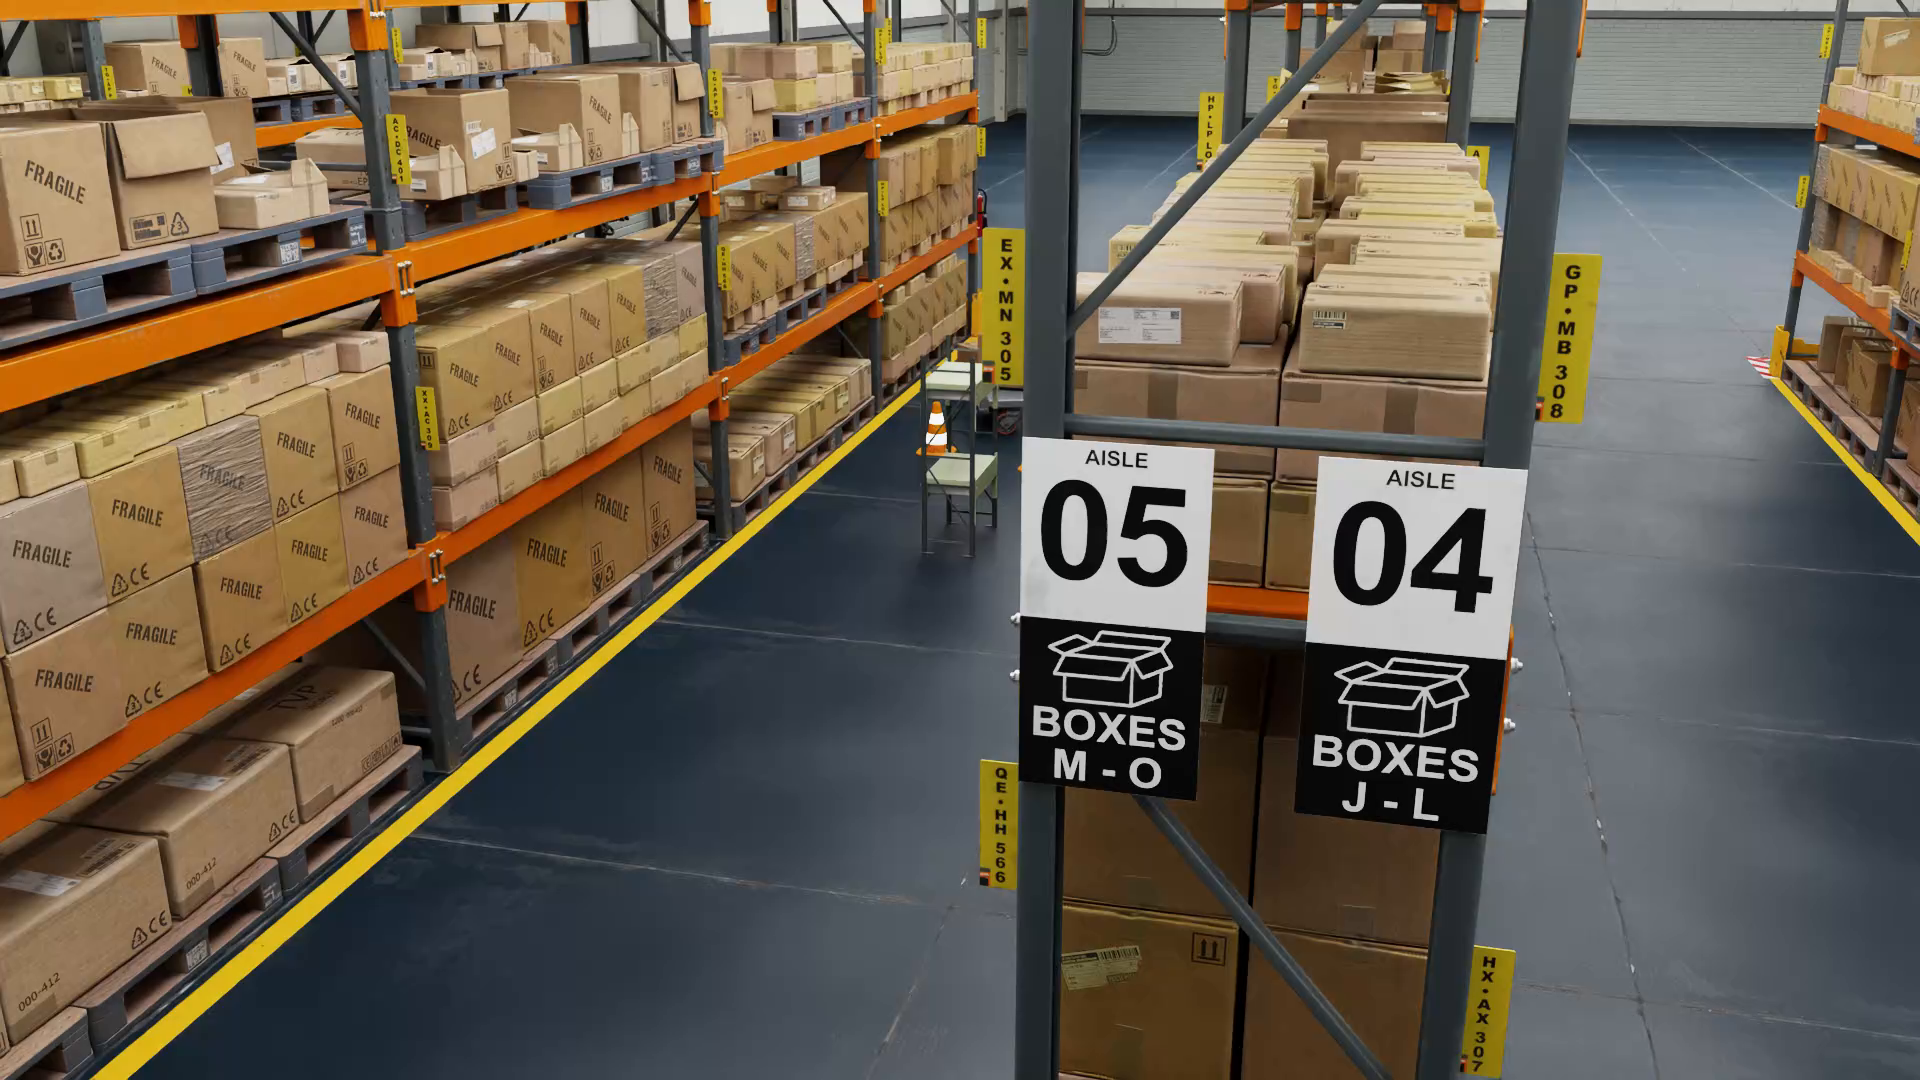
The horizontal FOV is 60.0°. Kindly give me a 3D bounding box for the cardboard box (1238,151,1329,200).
[{"bbox_3d":[1.195,-1.383,6.296,0.380,0.149,0.250,4,19,13],"label":"cardboard box"}]

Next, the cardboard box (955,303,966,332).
[{"bbox_3d":[-0.229,-2.583,19.212,0.500,0.250,0.500,5,19,13],"label":"cardboard box"}]

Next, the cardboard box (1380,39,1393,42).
[{"bbox_3d":[4.443,-4.854,16.584,0.500,0.250,0.500,5,19,13],"label":"cardboard box"}]

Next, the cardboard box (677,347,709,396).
[{"bbox_3d":[-2.113,-1.210,11.821,0.500,0.250,0.500,4,19,11],"label":"cardboard box"}]

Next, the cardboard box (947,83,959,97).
[{"bbox_3d":[-0.230,-4.973,18.353,0.380,0.149,0.250,5,20,15],"label":"cardboard box"}]

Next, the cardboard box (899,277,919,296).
[{"bbox_3d":[-0.646,-2.632,17.193,0.380,0.149,0.250,5,20,15],"label":"cardboard box"}]

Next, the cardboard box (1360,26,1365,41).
[{"bbox_3d":[3.711,-4.894,16.085,0.380,0.149,0.250,5,19,14],"label":"cardboard box"}]

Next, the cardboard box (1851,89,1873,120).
[{"bbox_3d":[8.709,-4.085,15.599,0.500,0.250,0.500,5,19,13],"label":"cardboard box"}]

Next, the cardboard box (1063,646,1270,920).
[{"bbox_3d":[0.499,0.583,4.179,0.500,0.500,0.500,4,19,12],"label":"cardboard box"}]

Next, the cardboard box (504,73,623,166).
[{"bbox_3d":[-2.391,-2.550,10.067,0.500,0.500,0.500,5,19,14],"label":"cardboard box"}]

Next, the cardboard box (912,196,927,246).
[{"bbox_3d":[-0.651,-3.333,17.190,0.500,0.500,0.500,4,19,13],"label":"cardboard box"}]

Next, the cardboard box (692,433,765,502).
[{"bbox_3d":[-2.094,-0.591,13.193,0.950,0.372,0.625,3,19,10],"label":"cardboard box"}]

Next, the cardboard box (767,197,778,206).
[{"bbox_3d":[-1.779,-2.819,15.035,0.500,0.500,0.500,5,19,14],"label":"cardboard box"}]

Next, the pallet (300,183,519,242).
[{"bbox_3d":[-3.043,-1.826,9.049,0.805,0.209,1.217,4,19,11],"label":"pallet"}]

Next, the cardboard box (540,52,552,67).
[{"bbox_3d":[-5.009,-5.621,19.447,0.380,0.149,0.250,4,19,12],"label":"cardboard box"}]

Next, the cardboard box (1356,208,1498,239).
[{"bbox_3d":[1.322,-0.848,4.732,0.380,0.149,0.250,5,20,15],"label":"cardboard box"}]

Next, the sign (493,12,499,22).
[{"bbox_3d":[-5.638,-6.274,20.301,0.100,0.325,0.005,5,19,13],"label":"sign"}]

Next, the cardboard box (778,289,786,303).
[{"bbox_3d":[-1.667,-2.053,13.796,0.380,0.149,0.250,5,20,16],"label":"cardboard box"}]

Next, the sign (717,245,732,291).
[{"bbox_3d":[-1.703,-1.965,12.008,0.100,0.325,0.005,5,19,13],"label":"sign"}]

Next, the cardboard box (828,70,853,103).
[{"bbox_3d":[-1.267,-4.066,14.893,0.500,0.250,0.500,4,19,12],"label":"cardboard box"}]

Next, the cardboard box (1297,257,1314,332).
[{"bbox_3d":[0.746,-0.663,4.807,0.500,0.250,0.500,5,19,14],"label":"cardboard box"}]

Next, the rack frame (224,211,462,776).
[{"bbox_3d":[-3.219,-0.206,8.650,1.000,3.000,0.127,5,19,13],"label":"rack frame"}]

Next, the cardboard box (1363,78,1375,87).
[{"bbox_3d":[3.221,-3.251,12.259,0.500,0.311,0.500,4,19,12],"label":"cardboard box"}]

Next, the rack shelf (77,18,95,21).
[{"bbox_3d":[-7.544,-3.533,10.841,1.077,0.370,4.000,5,19,13],"label":"rack shelf"}]

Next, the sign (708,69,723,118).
[{"bbox_3d":[-1.705,-3.115,11.603,0.100,0.325,0.005,5,19,13],"label":"sign"}]

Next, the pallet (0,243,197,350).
[{"bbox_3d":[-3.729,-0.947,6.315,1.003,0.211,1.213,5,19,13],"label":"pallet"}]

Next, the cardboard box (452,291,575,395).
[{"bbox_3d":[-2.610,-1.160,9.742,0.500,0.500,0.500,4,19,12],"label":"cardboard box"}]

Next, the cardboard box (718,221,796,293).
[{"bbox_3d":[-1.664,-2.300,13.516,0.500,0.500,0.500,5,19,14],"label":"cardboard box"}]

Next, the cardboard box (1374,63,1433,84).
[{"bbox_3d":[2.736,-2.782,10.213,0.396,0.266,0.258,5,19,13],"label":"cardboard box"}]

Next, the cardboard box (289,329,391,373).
[{"bbox_3d":[-2.986,-0.912,8.011,0.380,0.149,0.250,4,19,12],"label":"cardboard box"}]

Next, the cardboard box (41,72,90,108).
[{"bbox_3d":[-7.127,-3.692,13.644,0.500,0.250,0.500,5,19,13],"label":"cardboard box"}]

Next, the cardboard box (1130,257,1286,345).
[{"bbox_3d":[0.559,-0.565,3.903,0.380,0.149,0.250,5,19,14],"label":"cardboard box"}]

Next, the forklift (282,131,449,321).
[{"bbox_3d":[-4.578,-1.893,13.694,1.130,2.935,3.031,4,19,10],"label":"forklift"}]

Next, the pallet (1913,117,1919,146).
[{"bbox_3d":[8.091,-3.076,12.703,1.213,0.211,1.003,5,19,13],"label":"pallet"}]

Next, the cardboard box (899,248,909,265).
[{"bbox_3d":[-0.735,-2.912,16.960,0.380,0.149,0.250,5,20,15],"label":"cardboard box"}]

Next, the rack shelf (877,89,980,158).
[{"bbox_3d":[-0.776,-4.419,17.458,1.077,0.370,4.000,5,19,13],"label":"rack shelf"}]

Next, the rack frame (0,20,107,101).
[{"bbox_3d":[-7.056,-4.689,12.495,1.000,3.000,0.127,5,19,13],"label":"rack frame"}]

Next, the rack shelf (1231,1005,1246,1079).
[{"bbox_3d":[1.117,1.121,5.879,1.077,0.370,4.000,5,19,13],"label":"rack shelf"}]

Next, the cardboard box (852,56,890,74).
[{"bbox_3d":[-0.871,-4.464,15.631,0.380,0.149,0.250,4,19,12],"label":"cardboard box"}]

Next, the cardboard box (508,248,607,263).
[{"bbox_3d":[-2.711,-1.689,11.289,0.500,0.500,0.500,5,19,14],"label":"cardboard box"}]

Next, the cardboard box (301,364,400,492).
[{"bbox_3d":[-3.066,-0.557,7.975,0.500,0.500,0.500,4,19,13],"label":"cardboard box"}]

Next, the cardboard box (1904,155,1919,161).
[{"bbox_3d":[9.187,-3.340,15.664,0.500,0.500,0.500,5,19,13],"label":"cardboard box"}]

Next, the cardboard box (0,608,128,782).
[{"bbox_3d":[-3.562,0.554,6.270,0.500,0.500,0.500,5,19,13],"label":"cardboard box"}]

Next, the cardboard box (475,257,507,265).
[{"bbox_3d":[-5.275,-3.082,19.128,0.500,0.250,0.500,4,19,12],"label":"cardboard box"}]

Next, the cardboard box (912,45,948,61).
[{"bbox_3d":[-0.340,-5.281,18.023,0.380,0.149,0.250,5,19,14],"label":"cardboard box"}]

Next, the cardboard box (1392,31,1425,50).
[{"bbox_3d":[3.979,-4.365,14.537,0.380,0.149,0.250,5,19,14],"label":"cardboard box"}]

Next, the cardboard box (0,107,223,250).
[{"bbox_3d":[-3.517,-1.495,6.819,0.797,0.503,0.637,6,20,18],"label":"cardboard box"}]

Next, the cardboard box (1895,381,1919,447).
[{"bbox_3d":[8.482,-1.069,14.394,0.500,0.500,0.500,4,19,12],"label":"cardboard box"}]

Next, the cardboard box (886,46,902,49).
[{"bbox_3d":[-0.840,-5.238,17.897,0.380,0.149,0.250,5,19,13],"label":"cardboard box"}]

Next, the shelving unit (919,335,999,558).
[{"bbox_3d":[0.002,-0.712,12.451,0.431,1.500,0.755,5,19,13],"label":"shelving unit"}]

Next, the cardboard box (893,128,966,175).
[{"bbox_3d":[-0.331,-4.293,18.454,0.700,0.500,0.500,5,19,14],"label":"cardboard box"}]

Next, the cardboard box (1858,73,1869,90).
[{"bbox_3d":[8.733,-4.336,15.715,0.380,0.149,0.250,5,19,13],"label":"cardboard box"}]

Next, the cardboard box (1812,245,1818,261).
[{"bbox_3d":[8.942,-2.918,16.980,0.380,0.149,0.250,5,19,13],"label":"cardboard box"}]

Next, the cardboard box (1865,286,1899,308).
[{"bbox_3d":[8.255,-2.141,14.703,0.380,0.149,0.250,5,19,13],"label":"cardboard box"}]
